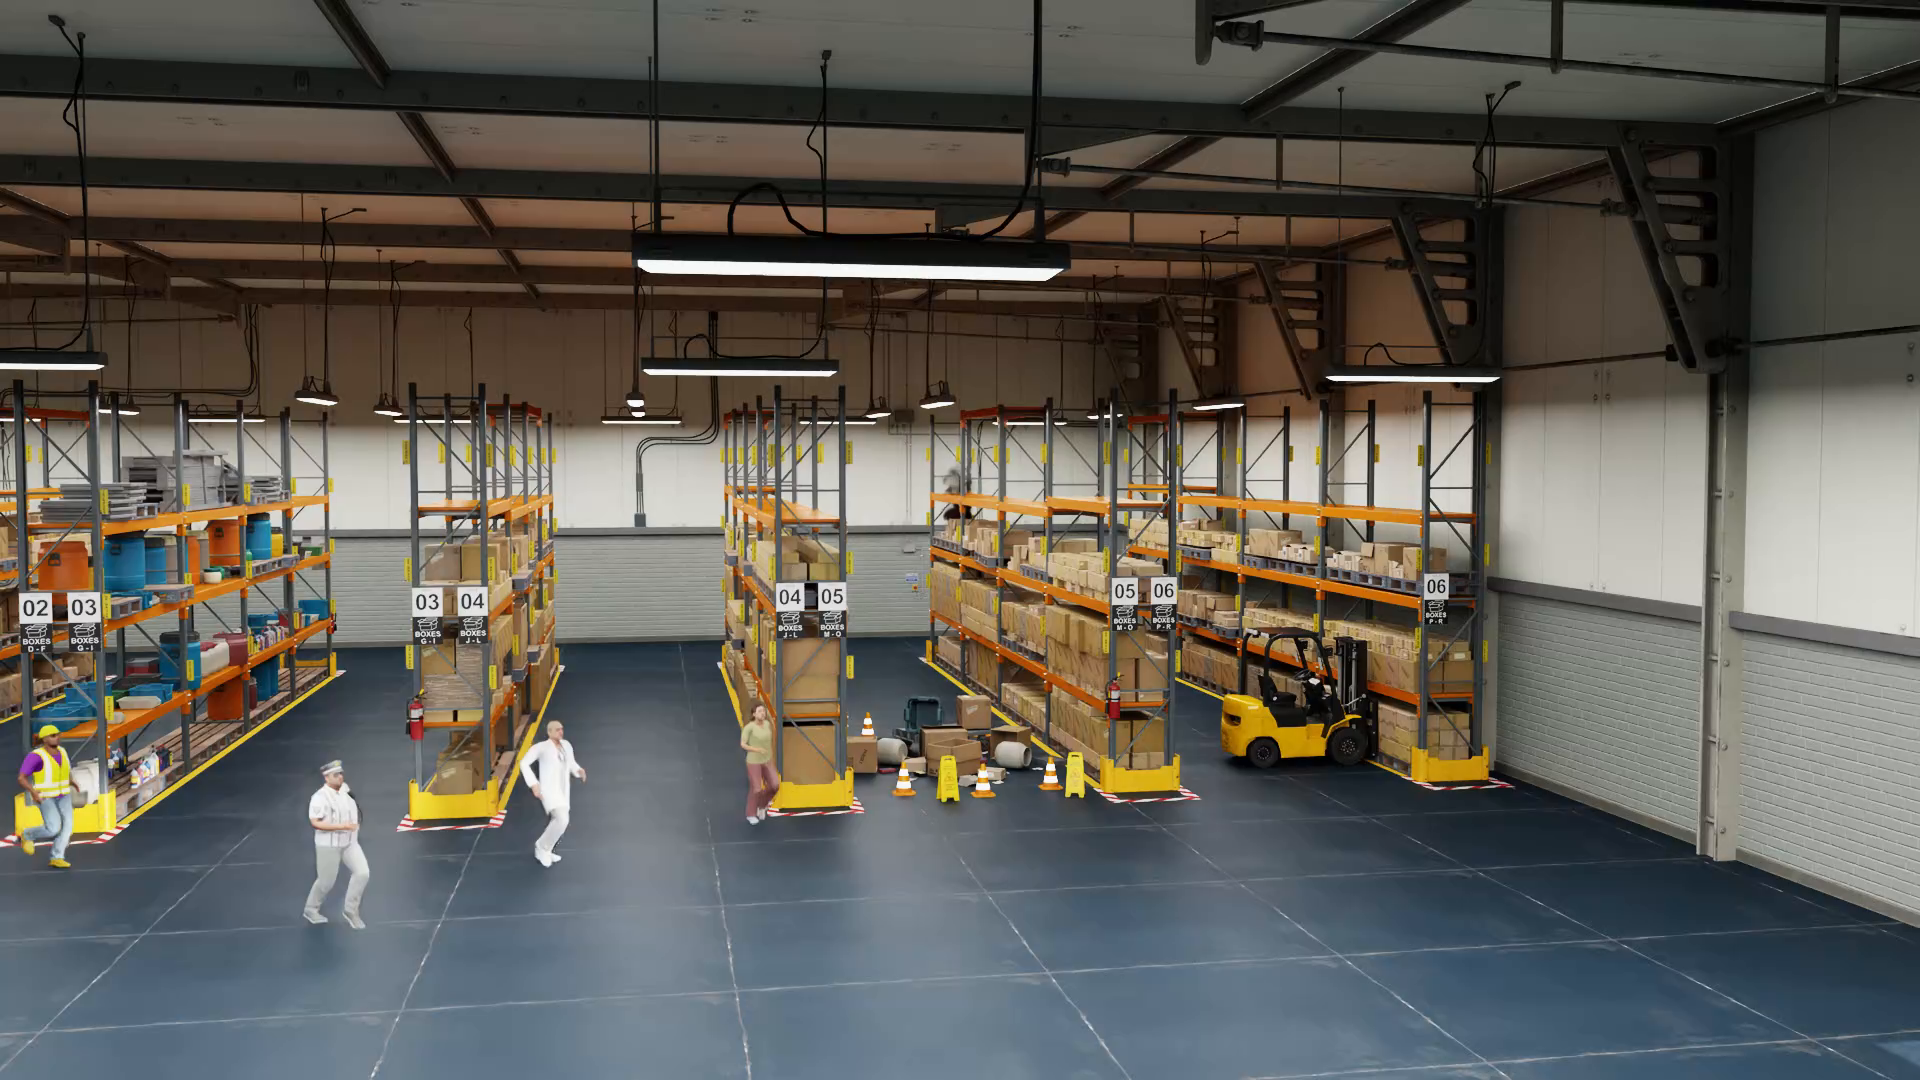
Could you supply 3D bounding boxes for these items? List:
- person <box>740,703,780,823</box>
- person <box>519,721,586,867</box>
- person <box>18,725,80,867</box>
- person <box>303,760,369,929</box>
[{"bbox_3d":[-2.702,3.030,22.589,0.587,1.641,0.553,-3,4,-41],"label":"person"},{"bbox_3d":[-4.930,3.094,20.340,0.714,1.767,0.709,2,3,28],"label":"person"},{"bbox_3d":[-11.121,3.120,20.325,0.690,1.727,0.716,1,3,22],"label":"person"},{"bbox_3d":[-6.624,3.240,17.622,0.754,1.842,0.660,1,3,25],"label":"person"}]
